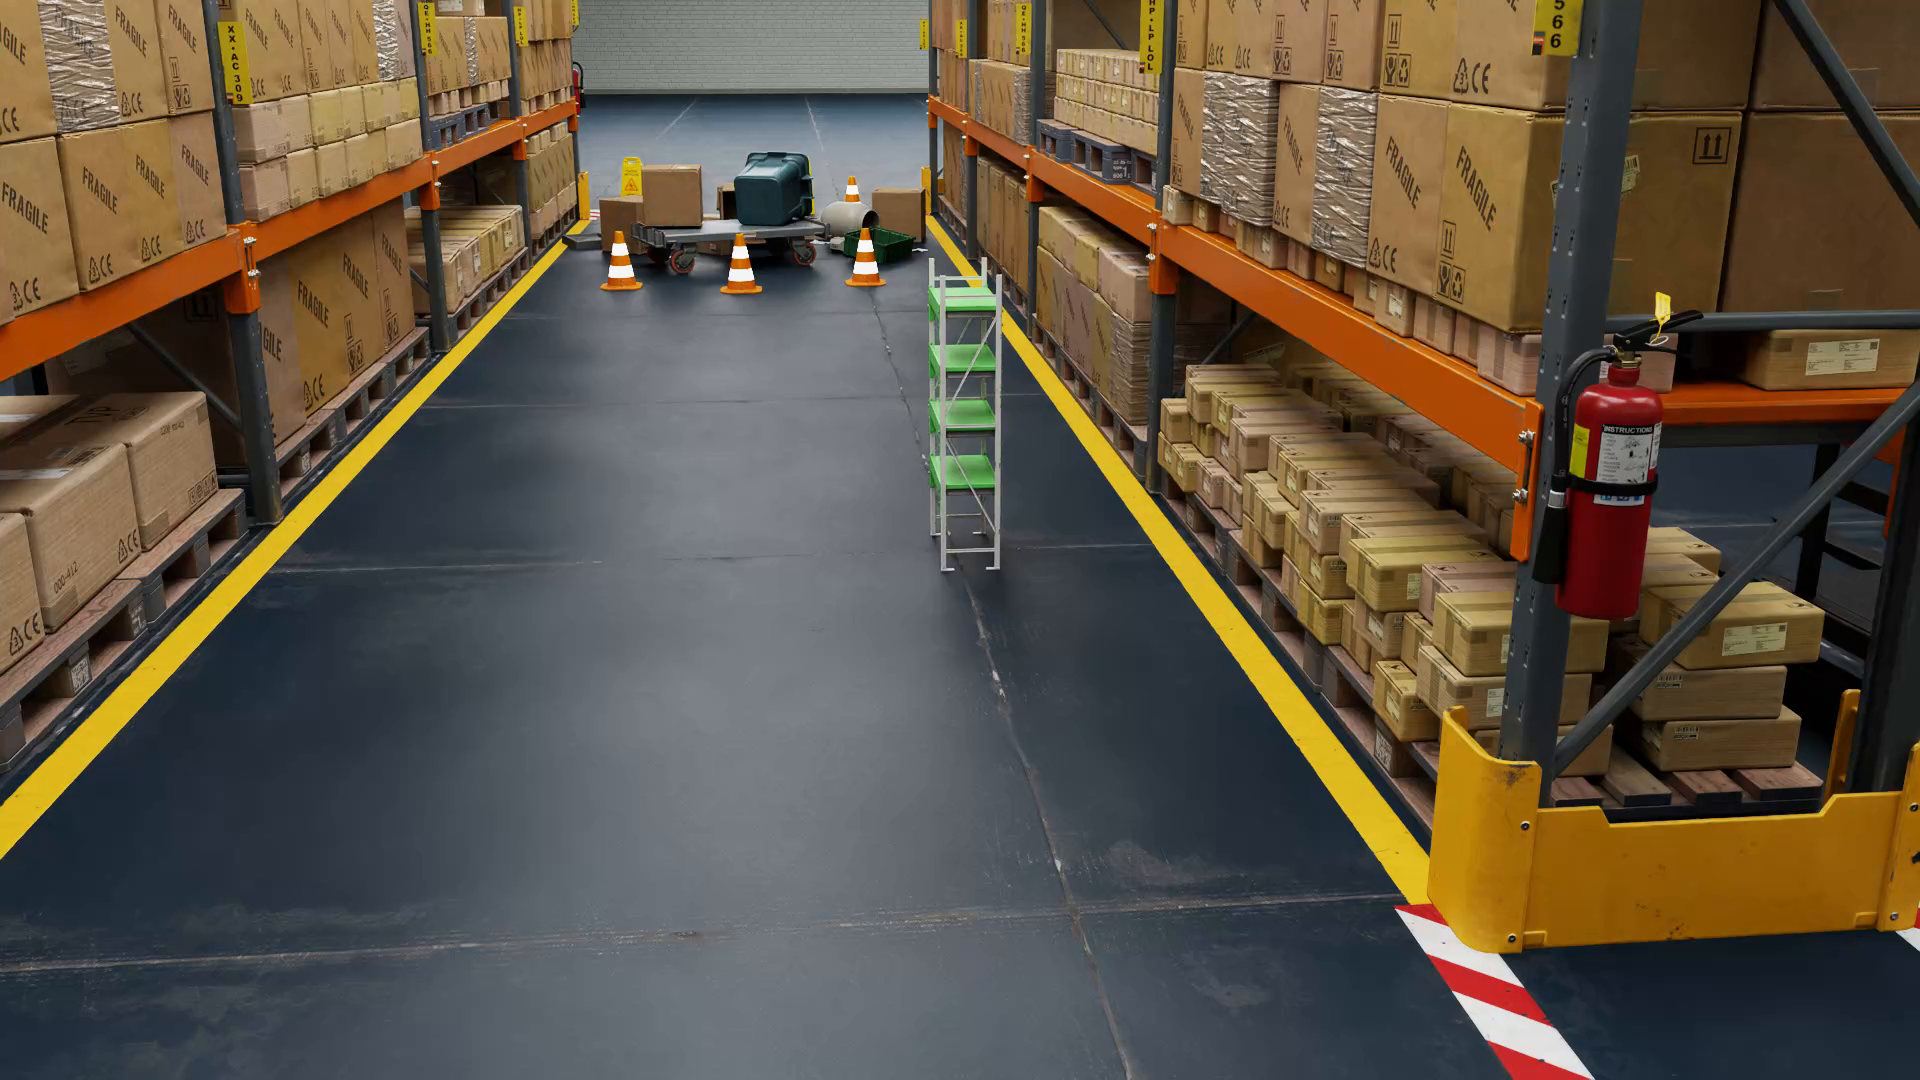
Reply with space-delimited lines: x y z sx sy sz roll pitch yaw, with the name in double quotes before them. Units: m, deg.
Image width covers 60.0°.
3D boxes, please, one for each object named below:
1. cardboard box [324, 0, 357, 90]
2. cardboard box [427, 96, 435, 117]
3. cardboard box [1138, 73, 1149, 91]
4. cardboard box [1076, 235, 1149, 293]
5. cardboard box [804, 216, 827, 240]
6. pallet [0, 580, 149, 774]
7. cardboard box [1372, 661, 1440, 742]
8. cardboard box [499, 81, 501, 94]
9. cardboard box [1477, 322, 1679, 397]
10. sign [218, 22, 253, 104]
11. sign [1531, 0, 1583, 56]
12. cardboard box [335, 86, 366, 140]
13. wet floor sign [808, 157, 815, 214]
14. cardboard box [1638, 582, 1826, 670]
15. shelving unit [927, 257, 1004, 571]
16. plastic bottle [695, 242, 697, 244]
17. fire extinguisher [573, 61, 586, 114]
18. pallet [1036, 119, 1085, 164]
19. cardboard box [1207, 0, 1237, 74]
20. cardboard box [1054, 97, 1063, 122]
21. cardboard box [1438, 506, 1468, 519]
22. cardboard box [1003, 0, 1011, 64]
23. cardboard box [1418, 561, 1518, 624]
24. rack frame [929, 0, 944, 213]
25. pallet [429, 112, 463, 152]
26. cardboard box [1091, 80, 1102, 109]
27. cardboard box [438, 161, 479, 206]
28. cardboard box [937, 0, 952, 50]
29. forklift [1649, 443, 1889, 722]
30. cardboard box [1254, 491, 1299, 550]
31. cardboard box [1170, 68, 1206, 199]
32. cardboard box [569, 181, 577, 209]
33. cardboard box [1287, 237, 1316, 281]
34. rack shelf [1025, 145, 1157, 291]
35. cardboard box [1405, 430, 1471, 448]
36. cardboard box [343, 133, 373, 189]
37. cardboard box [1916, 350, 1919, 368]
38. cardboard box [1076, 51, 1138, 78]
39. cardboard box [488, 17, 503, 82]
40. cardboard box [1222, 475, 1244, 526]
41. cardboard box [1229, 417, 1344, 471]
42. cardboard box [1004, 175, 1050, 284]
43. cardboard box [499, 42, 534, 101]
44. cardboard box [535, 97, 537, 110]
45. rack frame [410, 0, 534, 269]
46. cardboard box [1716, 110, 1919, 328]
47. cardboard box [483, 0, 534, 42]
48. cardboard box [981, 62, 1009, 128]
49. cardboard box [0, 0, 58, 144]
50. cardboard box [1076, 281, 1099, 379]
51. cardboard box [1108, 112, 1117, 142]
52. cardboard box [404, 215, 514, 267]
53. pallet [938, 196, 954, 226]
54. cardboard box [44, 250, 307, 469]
"cardboard box" -3.474 -2.607 8.637 0.500 0.500 0.500 -2 18 -7
"cardboard box" -3.782 -2.948 11.279 0.380 0.149 0.250 -3 18 -9
"cardboard box" 1.099 -2.306 8.240 0.380 0.149 0.250 -2 18 -7
"cardboard box" 0.951 -1.562 9.363 0.500 0.250 0.500 -3 18 -8
"cardboard box" -1.446 -3.206 16.944 0.396 0.266 0.258 1 17 4
"pallet" -3.396 0.435 5.438 1.003 0.211 1.213 -2 18 -6
"cardboard box" 1.411 0.456 4.774 0.380 0.149 0.250 -1 17 -4
"cardboard box" -4.013 -3.728 13.763 0.380 0.149 0.250 -2 18 -7
"cardboard box" 1.486 -0.448 4.016 0.380 0.149 0.250 -2 18 -6
"sign" -2.973 -1.957 6.824 0.100 0.325 0.005 -2 18 -6
"sign" 1.246 -1.172 3.440 0.100 0.325 0.005 -2 18 -6
"cardboard box" -3.452 -2.251 8.756 0.500 0.250 0.500 -2 18 -7
"wet floor sign" -1.822 -4.071 19.066 0.267 0.644 0.232 -5 18 -15
"cardboard box" 2.084 0.230 4.502 0.380 0.149 0.250 -3 18 -8
"shelving unit" 0.017 -0.523 6.840 0.258 1.200 0.503 -2 18 -6
"plastic bottle" -2.618 -2.912 16.351 0.133 0.061 0.283 1 17 4
"fire extinguisher" -4.316 -5.075 18.463 0.296 0.674 0.183 -2 18 -6
"pallet" 1.155 -2.562 10.652 1.213 0.211 1.003 -2 18 -6
"cardboard box" 1.261 -2.042 6.341 0.500 0.500 0.500 -2 18 -7
"cardboard box" 0.821 -2.804 10.819 0.380 0.149 0.250 -2 18 -6
"cardboard box" 1.807 -0.015 5.778 0.380 0.149 0.250 -1 17 -3
"cardboard box" 0.727 -4.128 13.482 0.700 0.500 0.500 -2 18 -5
"cardboard box" 1.525 0.170 4.693 0.380 0.149 0.250 -1 17 -5
"rack frame" 0.150 -5.246 18.881 1.000 3.000 0.127 -2 18 -6
"pallet" -4.117 -2.797 11.400 1.213 0.211 1.003 -2 18 -6
"cardboard box" 0.960 -2.552 9.518 0.380 0.149 0.250 -2 18 -6
"cardboard box" -4.678 -3.286 15.273 0.500 0.500 0.500 -2 18 -6
"cardboard box" 0.221 -5.389 17.283 0.875 0.550 0.550 -2 18 -6
"forklift" 3.276 -0.821 4.899 1.130 2.935 3.031 -3 18 -9
"cardboard box" 1.277 -0.077 5.976 0.380 0.149 0.250 -2 18 -5
"cardboard box" 1.188 -1.706 6.938 0.500 0.500 0.500 -2 18 -7
"cardboard box" -4.410 -3.712 17.883 0.500 0.250 0.500 -2 18 -6
"cardboard box" 1.350 -0.988 5.734 0.380 0.149 0.250 -1 17 -4
"rack shelf" 1.182 -1.924 9.498 1.077 0.370 4.000 -2 18 -6
"cardboard box" 1.891 -0.311 6.225 0.380 0.149 0.250 -2 18 -8
"cardboard box" -3.442 -2.012 8.830 0.500 0.250 0.500 -2 18 -7
"cardboard box" 6.153 -1.437 9.594 1.225 0.875 0.875 -2 18 -8
"cardboard box" 0.908 -2.852 9.977 0.380 0.149 0.250 -3 18 -8
"cardboard box" -4.022 -3.983 13.493 0.500 0.500 0.500 -2 18 -5
"cardboard box" 1.287 -0.167 6.760 0.380 0.149 0.250 -2 18 -7
"cardboard box" 1.256 -0.373 6.423 0.380 0.149 0.250 -1 17 -4
"cardboard box" 0.908 -2.435 12.979 1.050 0.750 0.750 -2 17 -5
"cardboard box" -4.119 -4.201 14.887 0.500 0.500 0.500 -2 18 -6
"cardboard box" -4.249 -4.161 15.842 0.380 0.149 0.250 -2 18 -6
"rack frame" -4.350 -3.872 14.502 1.000 3.000 0.127 -2 18 -6
"cardboard box" 2.029 -0.811 4.090 0.500 0.500 0.500 -1 17 -3
"cardboard box" -4.180 -4.676 14.731 0.700 0.500 0.500 -2 18 -6
"cardboard box" 0.451 -3.638 13.590 0.500 0.500 0.500 -2 18 -6
"cardboard box" -3.052 -1.428 4.883 0.500 0.500 0.500 -2 18 -5
"cardboard box" 0.960 -1.198 9.456 0.500 0.500 0.500 -2 18 -7
"cardboard box" 1.012 -2.252 9.061 0.380 0.149 0.250 -1 17 -3
"cardboard box" -4.216 -2.448 13.653 0.950 0.372 0.625 -1 17 -2
"pallet" 0.310 -3.680 18.547 1.003 0.211 1.213 -2 18 -6
"cardboard box" -3.669 -0.857 7.746 0.875 0.875 0.875 -1 17 -4
